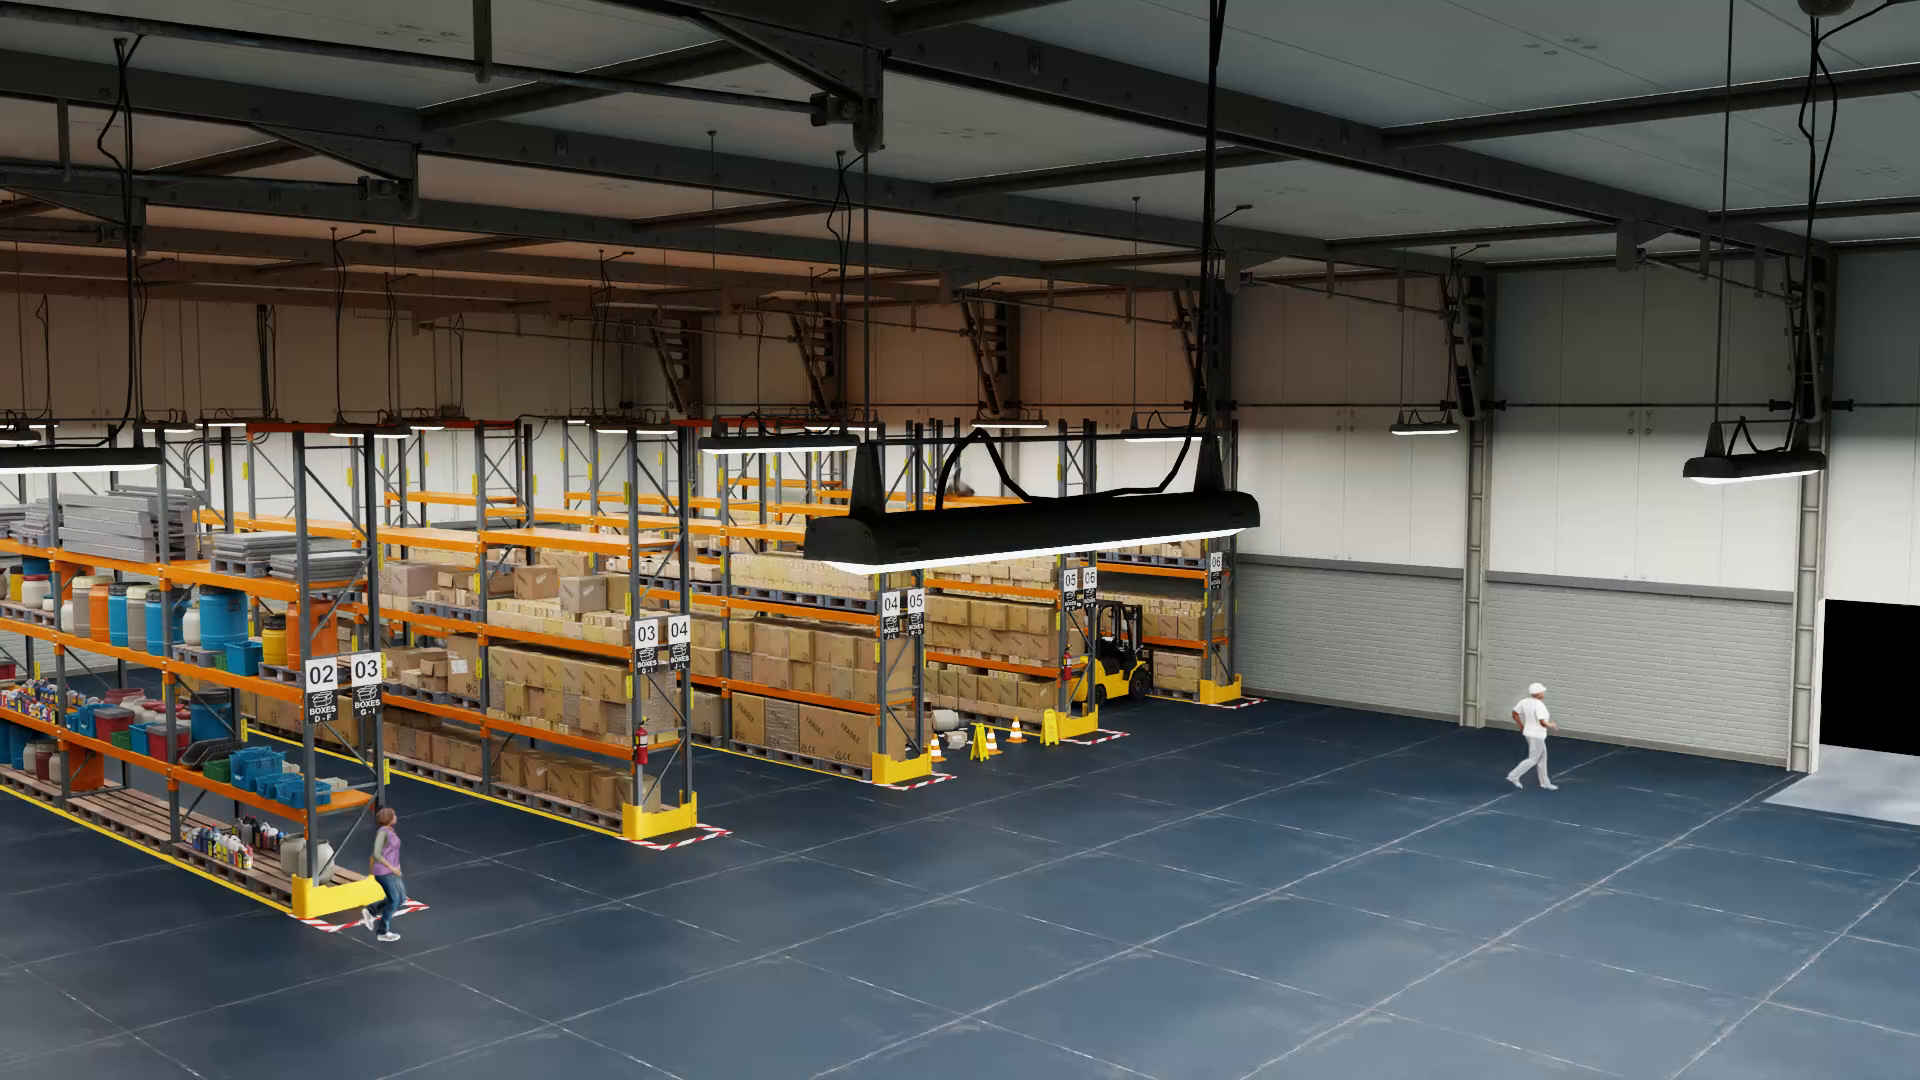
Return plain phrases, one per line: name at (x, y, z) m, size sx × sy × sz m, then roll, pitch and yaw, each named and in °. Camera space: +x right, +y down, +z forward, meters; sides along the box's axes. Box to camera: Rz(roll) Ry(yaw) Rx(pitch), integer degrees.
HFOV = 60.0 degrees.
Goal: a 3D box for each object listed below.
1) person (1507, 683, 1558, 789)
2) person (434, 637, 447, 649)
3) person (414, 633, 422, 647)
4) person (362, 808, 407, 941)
person at (9.386, 3.225, 27.180) m, size 0.913 × 1.775 × 0.693 m, roll 0°, pitch 5°, yaw -5°
person at (-12.779, 2.154, 41.025) m, size 0.675 × 1.717 × 0.609 m, roll -4°, pitch 6°, yaw -42°
person at (-13.158, 2.249, 40.125) m, size 0.779 × 1.653 × 0.642 m, roll 0°, pitch 5°, yaw 4°
person at (-6.843, 3.957, 19.751) m, size 0.498 × 1.529 × 0.573 m, roll 0°, pitch 5°, yaw -5°
